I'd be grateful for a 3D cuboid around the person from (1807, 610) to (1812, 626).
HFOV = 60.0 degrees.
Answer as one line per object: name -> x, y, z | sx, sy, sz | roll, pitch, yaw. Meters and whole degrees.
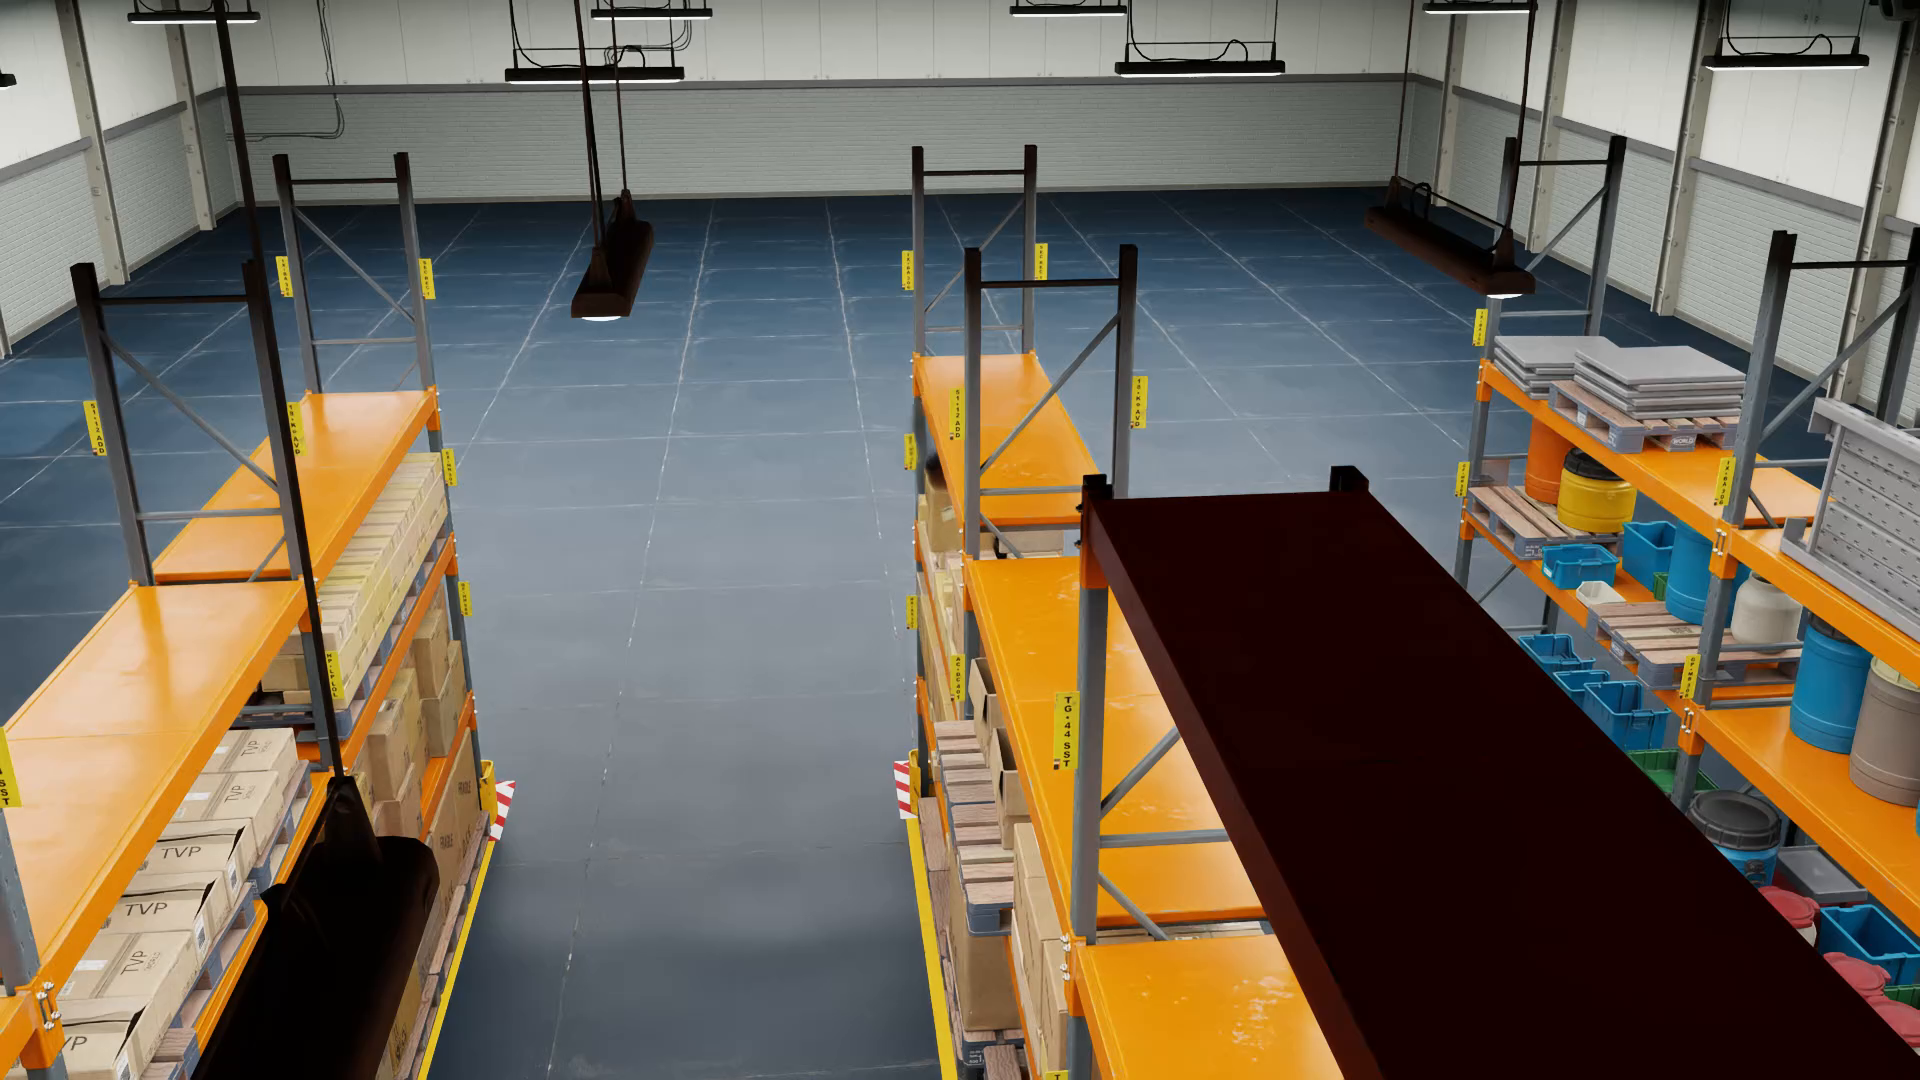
person -> 9.112, 0.701, 17.444 | 0.488, 1.772, 0.542 | -1, 22, -3
